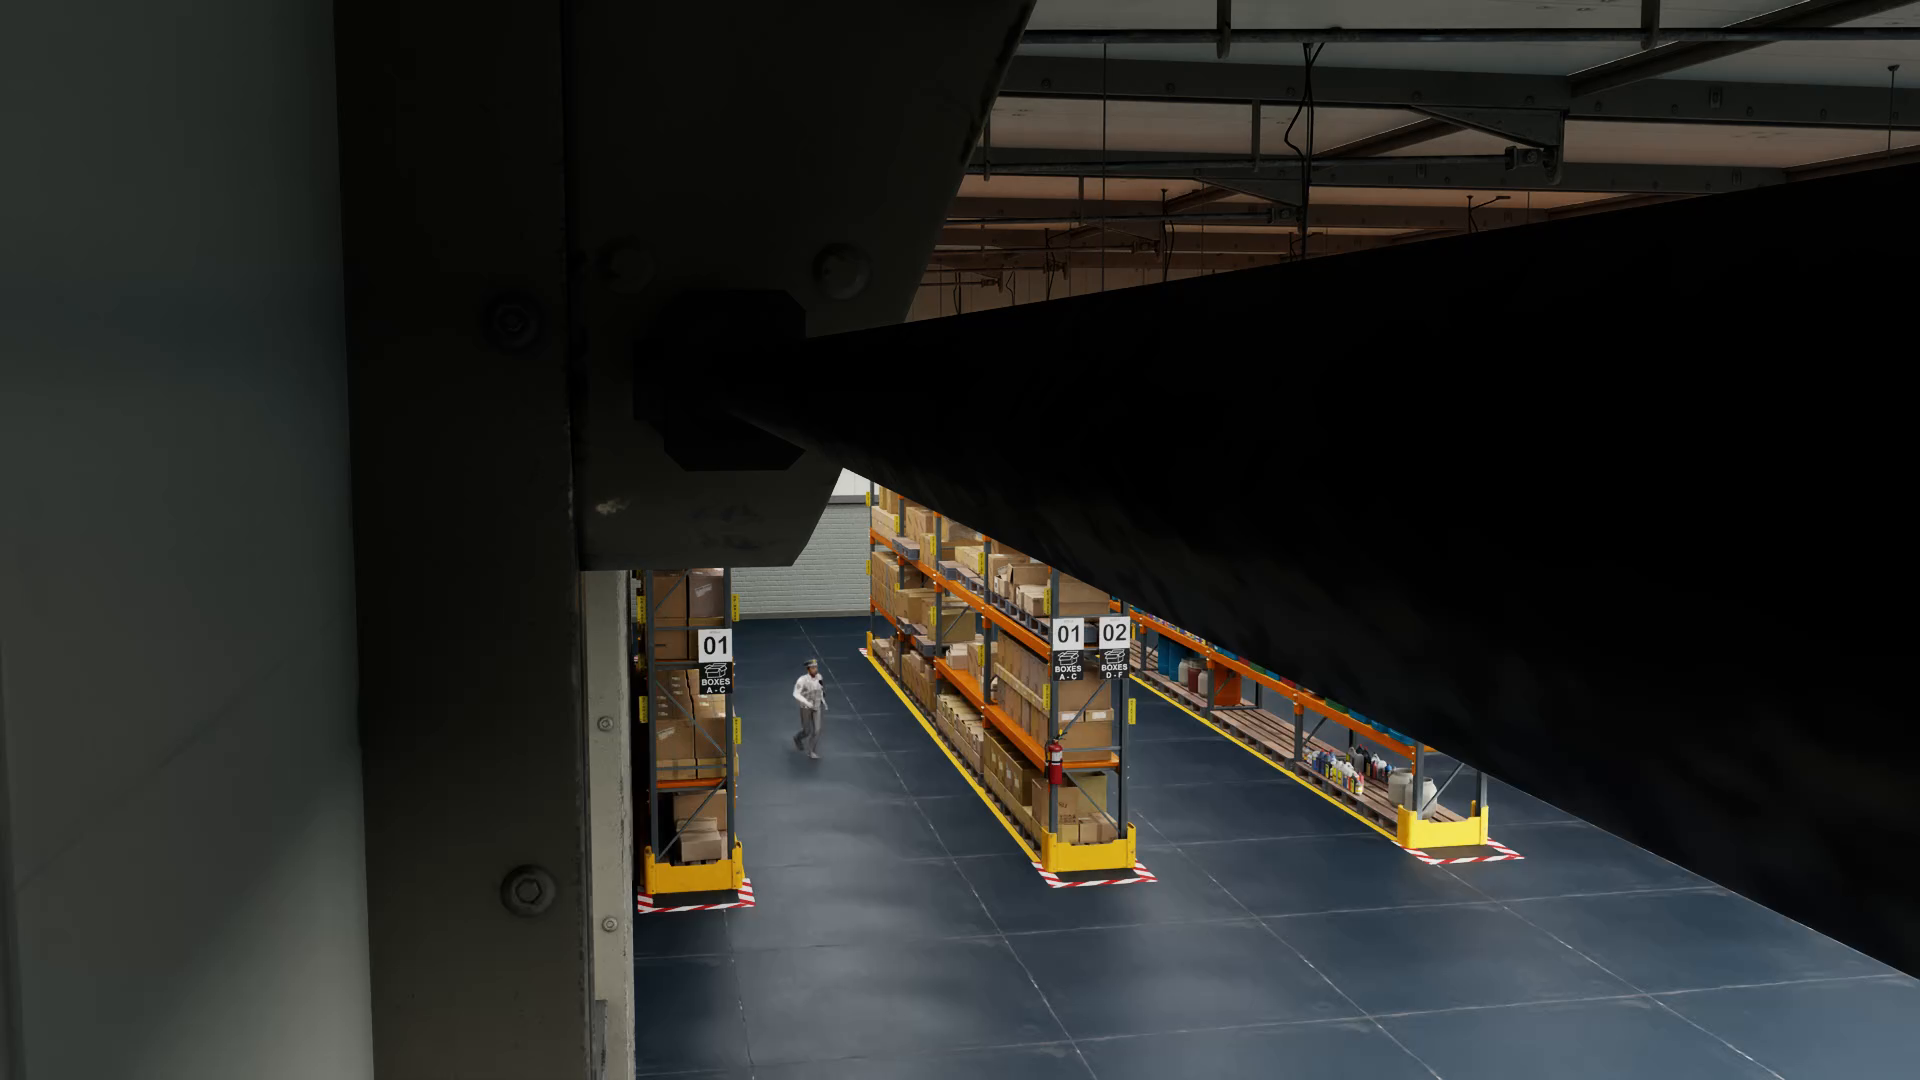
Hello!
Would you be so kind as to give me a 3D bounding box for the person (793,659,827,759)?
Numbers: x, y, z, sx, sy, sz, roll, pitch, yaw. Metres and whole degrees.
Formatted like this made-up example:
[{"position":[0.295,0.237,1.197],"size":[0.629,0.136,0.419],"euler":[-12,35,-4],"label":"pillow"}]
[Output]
[{"position":[-2.464,2.712,26.997],"size":[0.609,1.646,0.720],"euler":[-4,7,-32],"label":"person"}]
